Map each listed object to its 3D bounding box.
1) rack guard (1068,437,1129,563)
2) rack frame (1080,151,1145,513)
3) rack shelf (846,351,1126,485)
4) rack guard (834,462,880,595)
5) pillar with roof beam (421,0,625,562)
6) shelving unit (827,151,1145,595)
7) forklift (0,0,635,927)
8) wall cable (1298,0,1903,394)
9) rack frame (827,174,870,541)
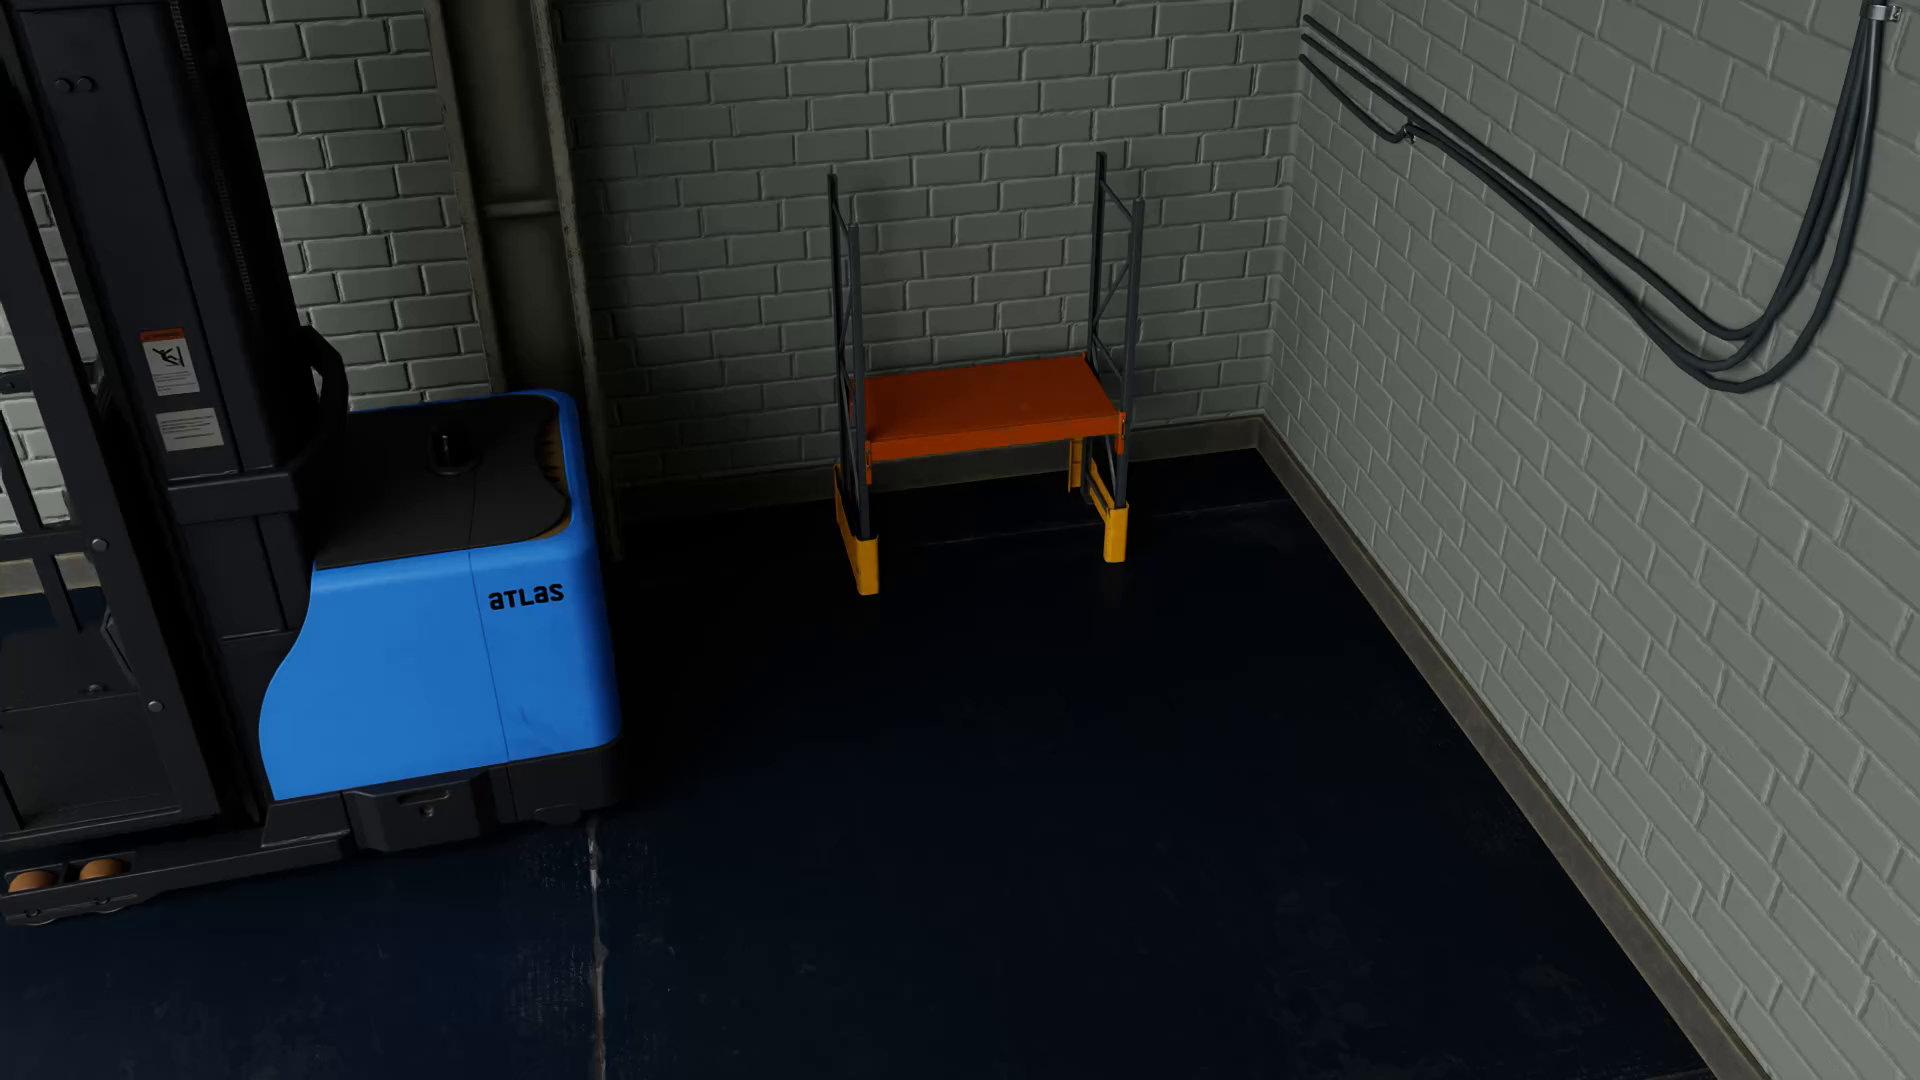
[{"bbox_3d":[0.560,-0.174,6.786,0.087,0.250,0.587,-7,35,-11],"label":"rack guard"},{"bbox_3d":[0.579,-0.696,6.441,0.032,1.500,0.500,-7,35,-11],"label":"rack frame"},{"bbox_3d":[0.083,-0.484,6.448,1.000,0.185,0.538,-7,35,-11],"label":"rack shelf"},{"bbox_3d":[-0.411,-0.052,6.603,0.087,0.250,0.587,-7,35,-11],"label":"rack guard"},{"bbox_3d":[-0.614,-1.377,0.726,0.400,9.000,9.100,-7,35,-11],"label":"pillar with roof beam"},{"bbox_3d":[0.074,-0.632,6.346,1.083,1.500,0.587,-7,35,-11],"label":"shelving unit"},{"bbox_3d":[-2.636,-0.382,4.688,3.031,2.935,1.130,-8,35,-12],"label":"forklift"},{"bbox_3d":[1.601,-2.071,4.547,0.112,2.526,3.097,-7,35,-11],"label":"wall cable"},{"bbox_3d":[-0.413,-0.571,6.255,0.032,1.500,0.500,-7,35,-11],"label":"rack frame"}]
